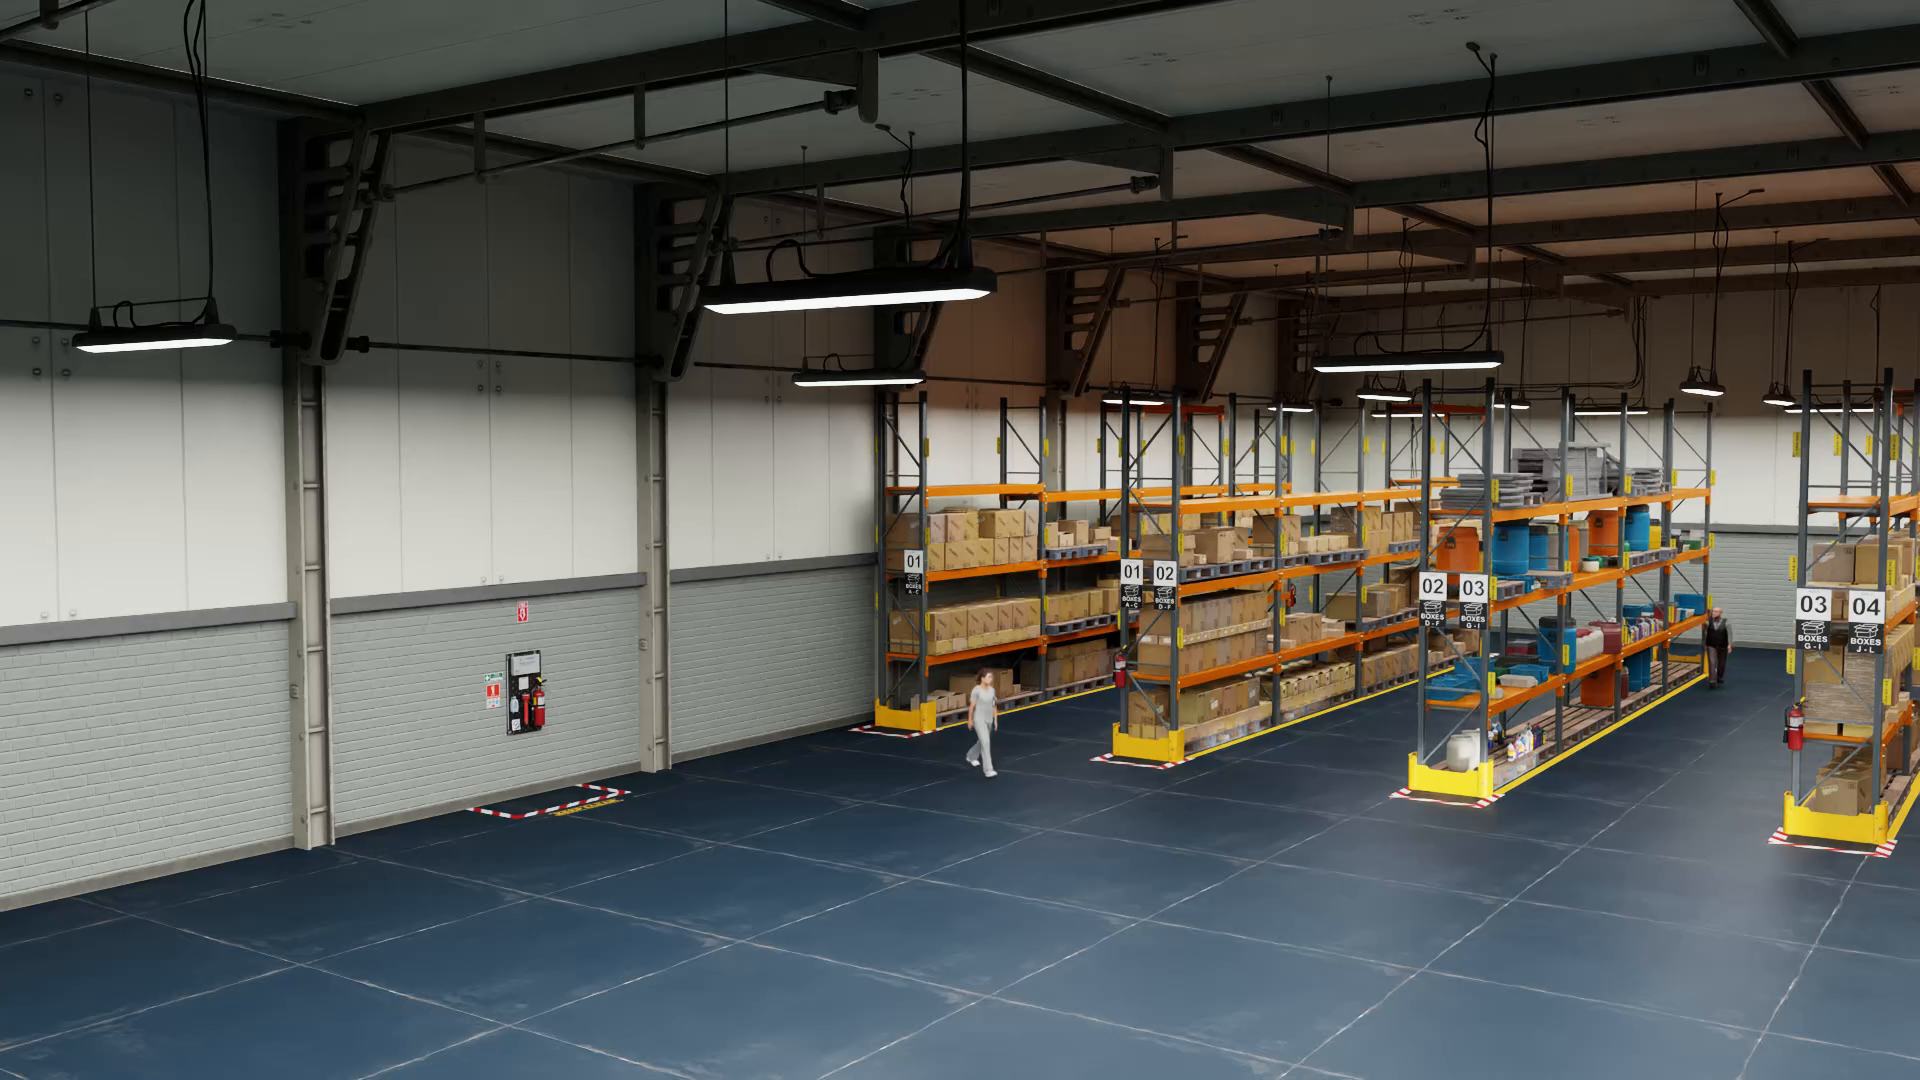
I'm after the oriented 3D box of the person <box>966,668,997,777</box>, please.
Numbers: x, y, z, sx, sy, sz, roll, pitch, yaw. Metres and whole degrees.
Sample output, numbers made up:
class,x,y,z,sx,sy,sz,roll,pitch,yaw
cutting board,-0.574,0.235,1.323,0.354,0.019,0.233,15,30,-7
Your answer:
class,x,y,z,sx,sy,sz,roll,pitch,yaw
person,0.344,2.784,25.577,0.485,1.613,1.043,-3,4,-42

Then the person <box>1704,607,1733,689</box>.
class,x,y,z,sx,sy,sz,roll,pitch,yaw
person,15.768,2.232,34.569,0.530,1.678,1.045,1,3,20
